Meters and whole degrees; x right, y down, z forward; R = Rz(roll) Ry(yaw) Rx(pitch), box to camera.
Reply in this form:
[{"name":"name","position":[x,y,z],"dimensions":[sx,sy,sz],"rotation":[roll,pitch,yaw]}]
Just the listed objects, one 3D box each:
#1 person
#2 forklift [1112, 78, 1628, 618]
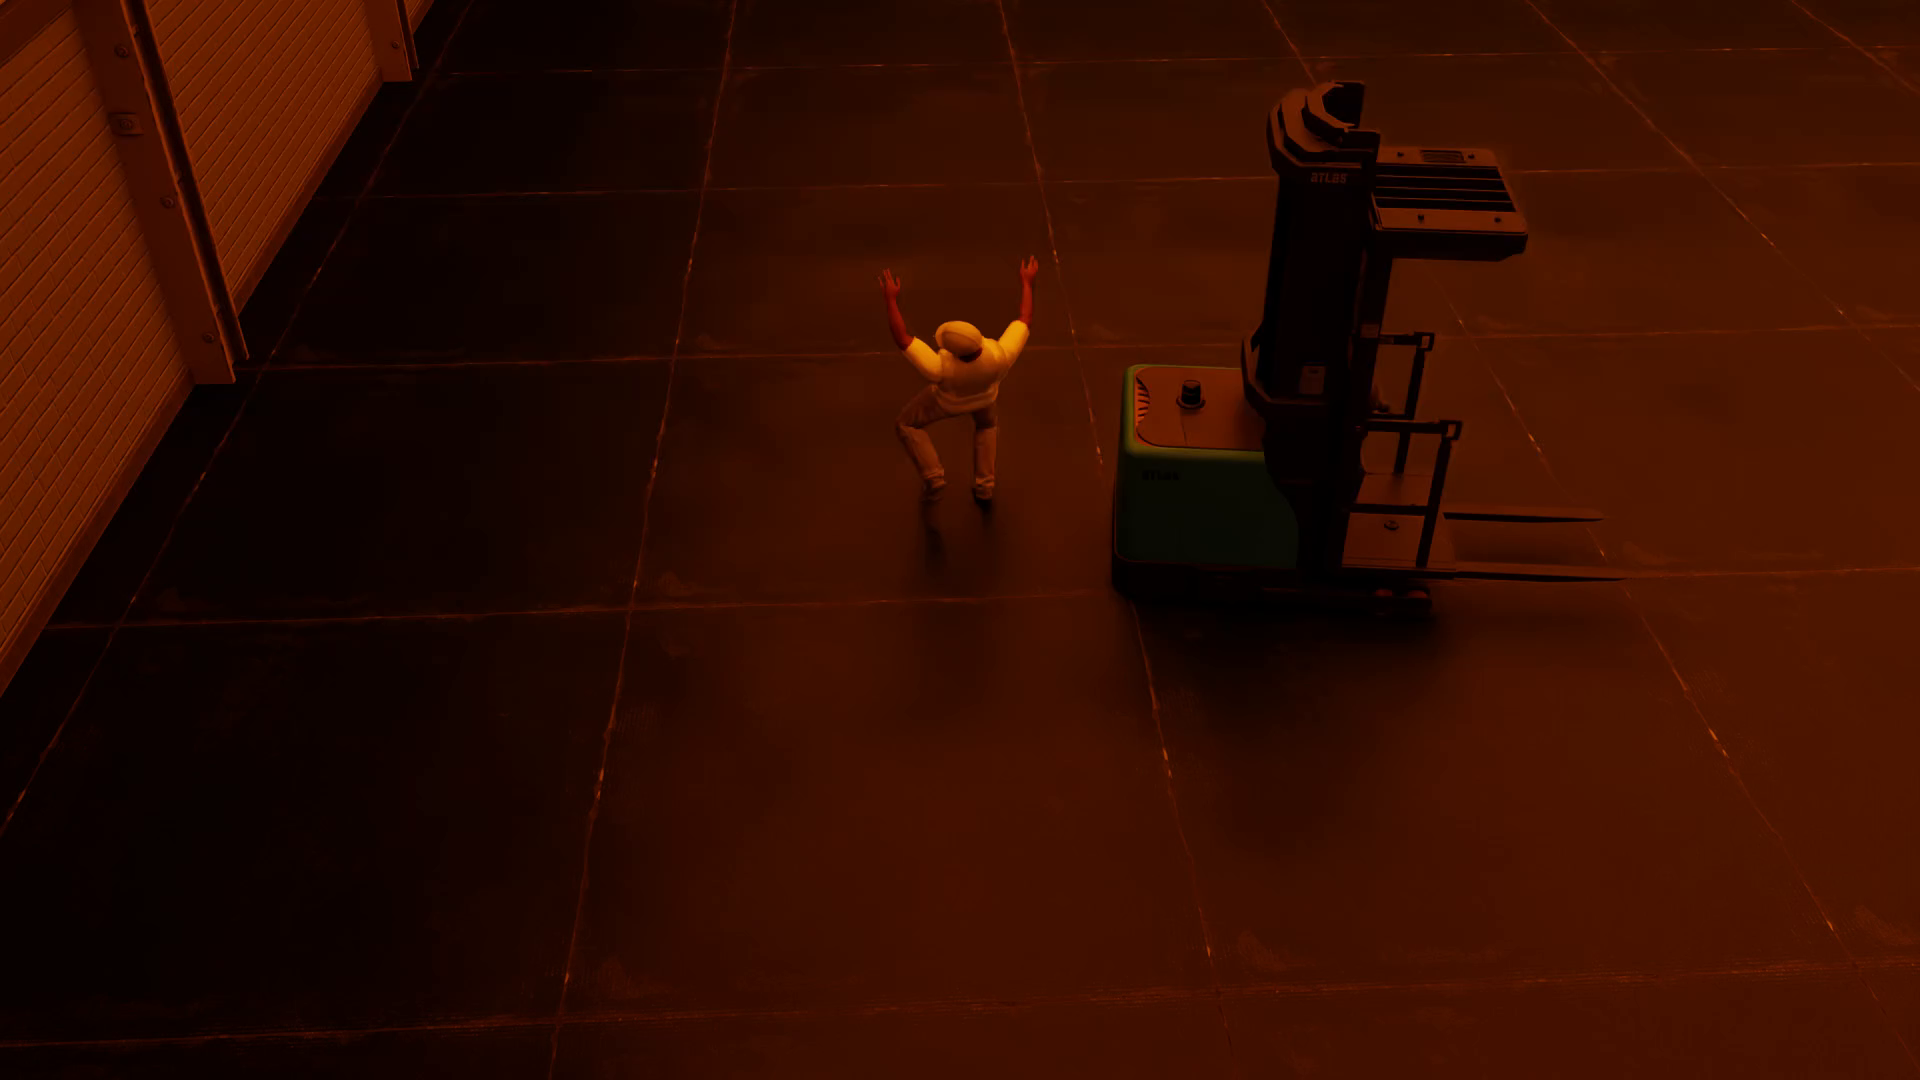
[{"name":"person","position":[0.063,-0.946,10.399],"dimensions":[1.057,1.642,0.743],"rotation":[-11,37,-15]},{"name":"forklift","position":[2.461,-1.048,9.450],"dimensions":[3.031,2.935,1.130],"rotation":[3,36,4]}]
